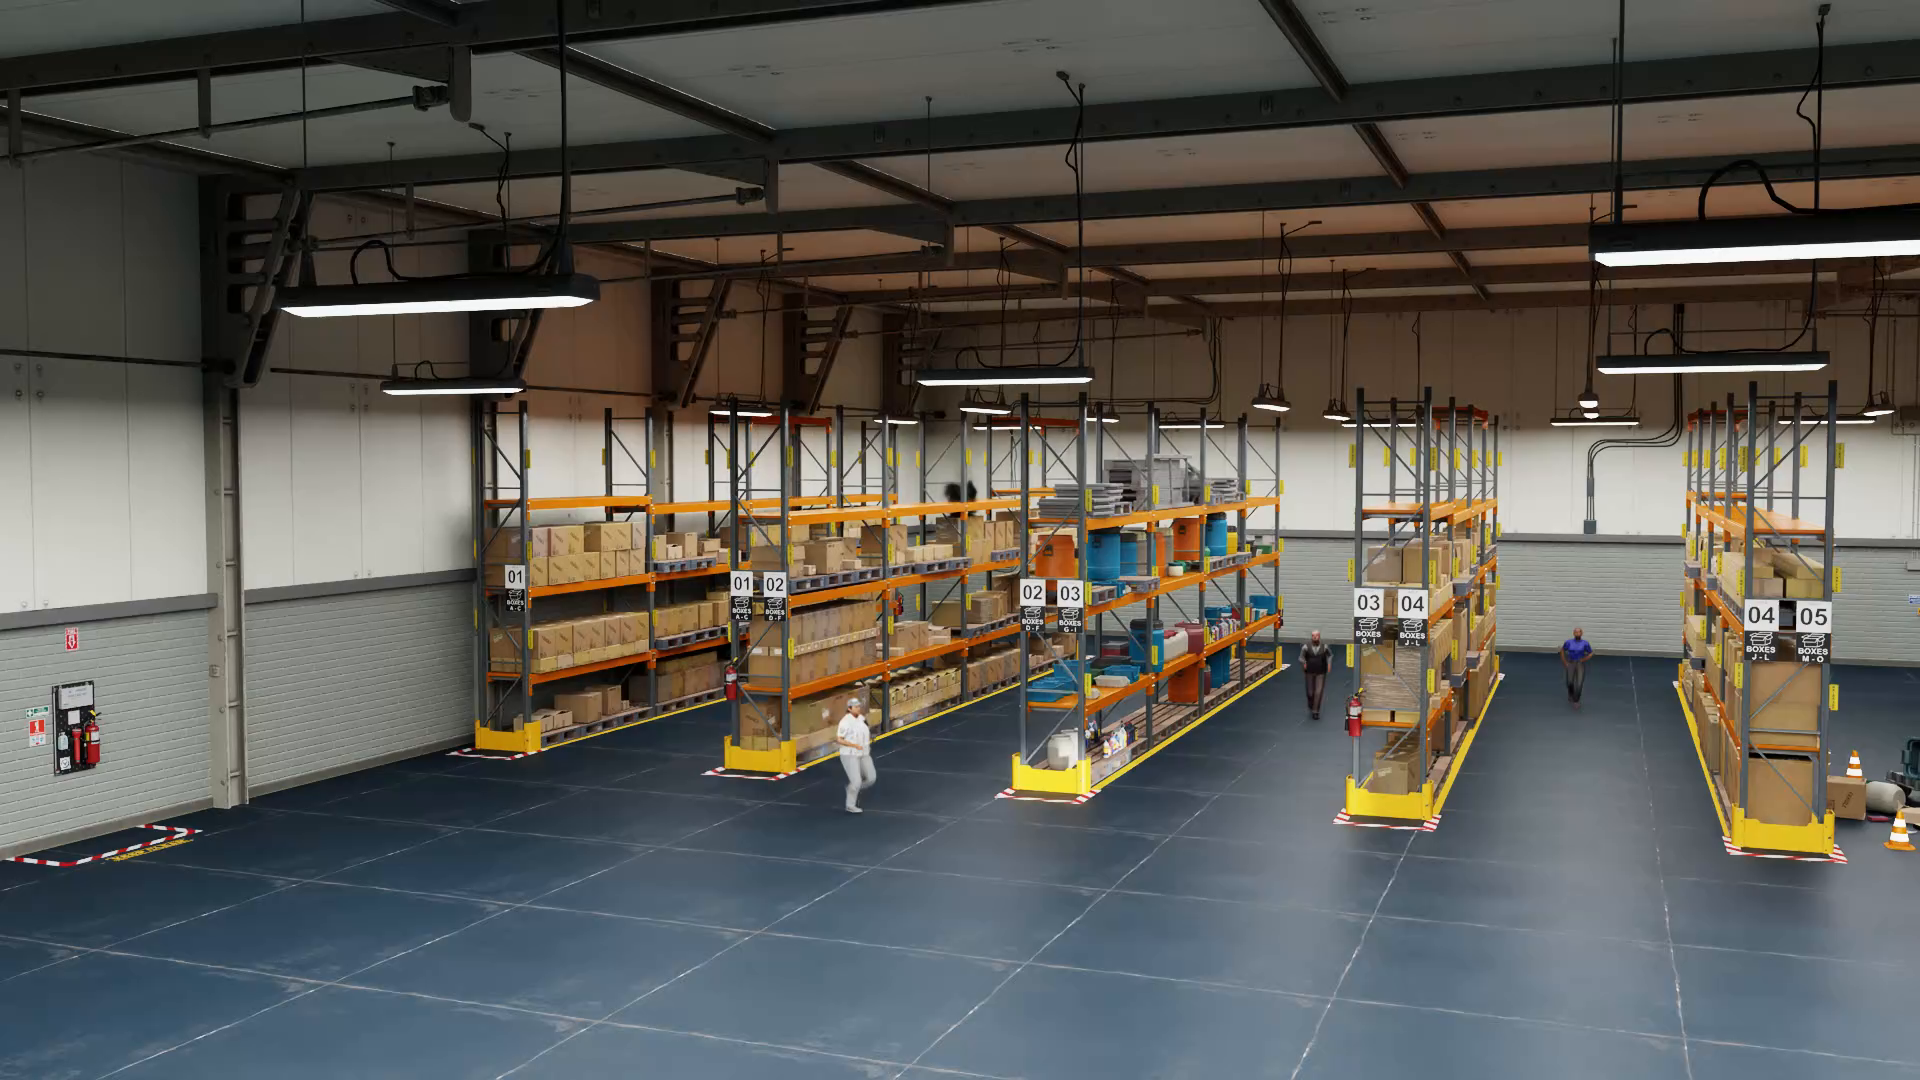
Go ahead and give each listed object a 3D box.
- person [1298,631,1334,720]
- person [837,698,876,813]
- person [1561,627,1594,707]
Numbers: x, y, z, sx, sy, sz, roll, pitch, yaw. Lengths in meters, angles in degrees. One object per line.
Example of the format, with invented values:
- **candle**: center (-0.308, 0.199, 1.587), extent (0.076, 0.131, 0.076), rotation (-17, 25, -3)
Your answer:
- **person**: center (6.889, 2.599, 32.171), extent (0.677, 1.691, 0.896), rotation (1, 3, 13)
- **person**: center (-1.452, 3.044, 23.524), extent (0.561, 1.620, 0.599), rotation (3, 4, 43)
- **person**: center (12.401, 2.570, 33.450), extent (0.636, 1.603, 0.500), rotation (1, 3, 25)
